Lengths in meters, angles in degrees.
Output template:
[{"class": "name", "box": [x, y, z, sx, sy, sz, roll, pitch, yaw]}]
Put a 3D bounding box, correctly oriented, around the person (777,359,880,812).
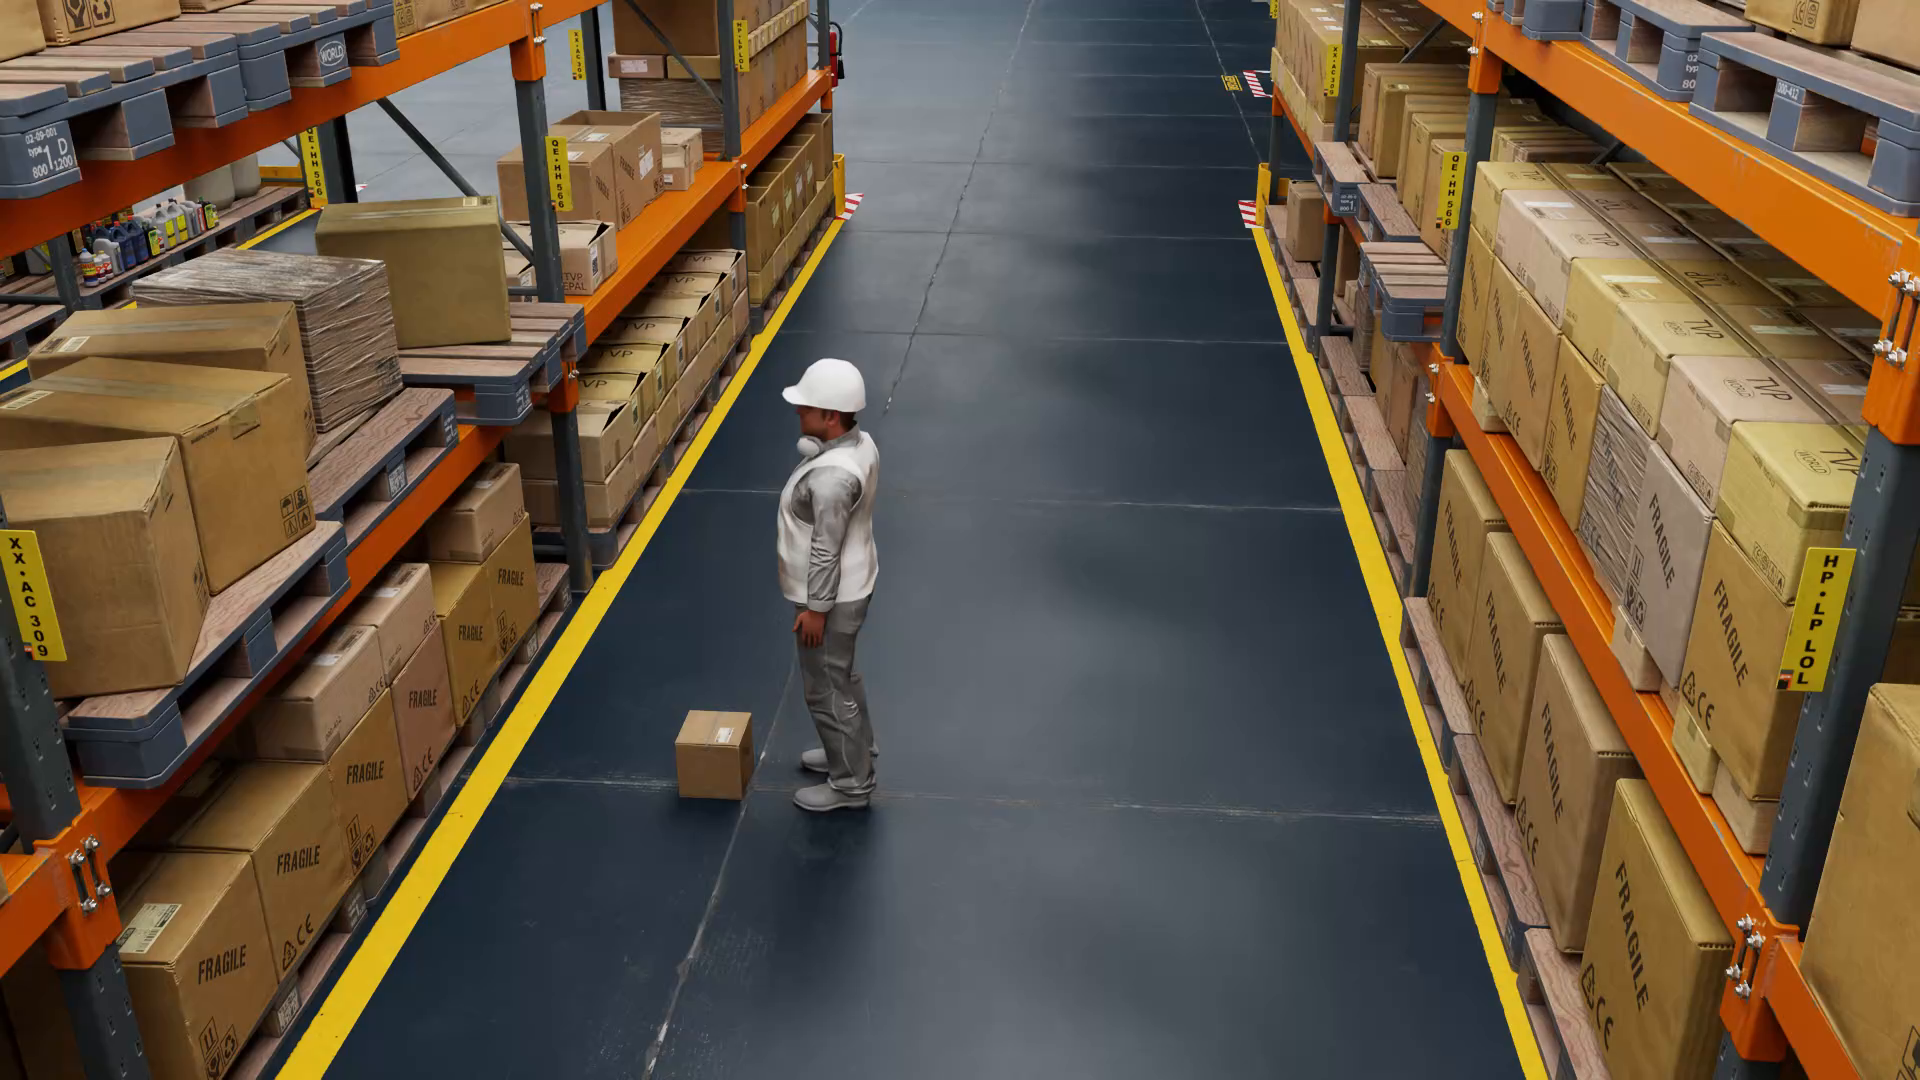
[{"class": "person", "box": [-0.487, 0.176, 6.192, 0.357, 1.769, 0.531, 2, 24, 5]}]
